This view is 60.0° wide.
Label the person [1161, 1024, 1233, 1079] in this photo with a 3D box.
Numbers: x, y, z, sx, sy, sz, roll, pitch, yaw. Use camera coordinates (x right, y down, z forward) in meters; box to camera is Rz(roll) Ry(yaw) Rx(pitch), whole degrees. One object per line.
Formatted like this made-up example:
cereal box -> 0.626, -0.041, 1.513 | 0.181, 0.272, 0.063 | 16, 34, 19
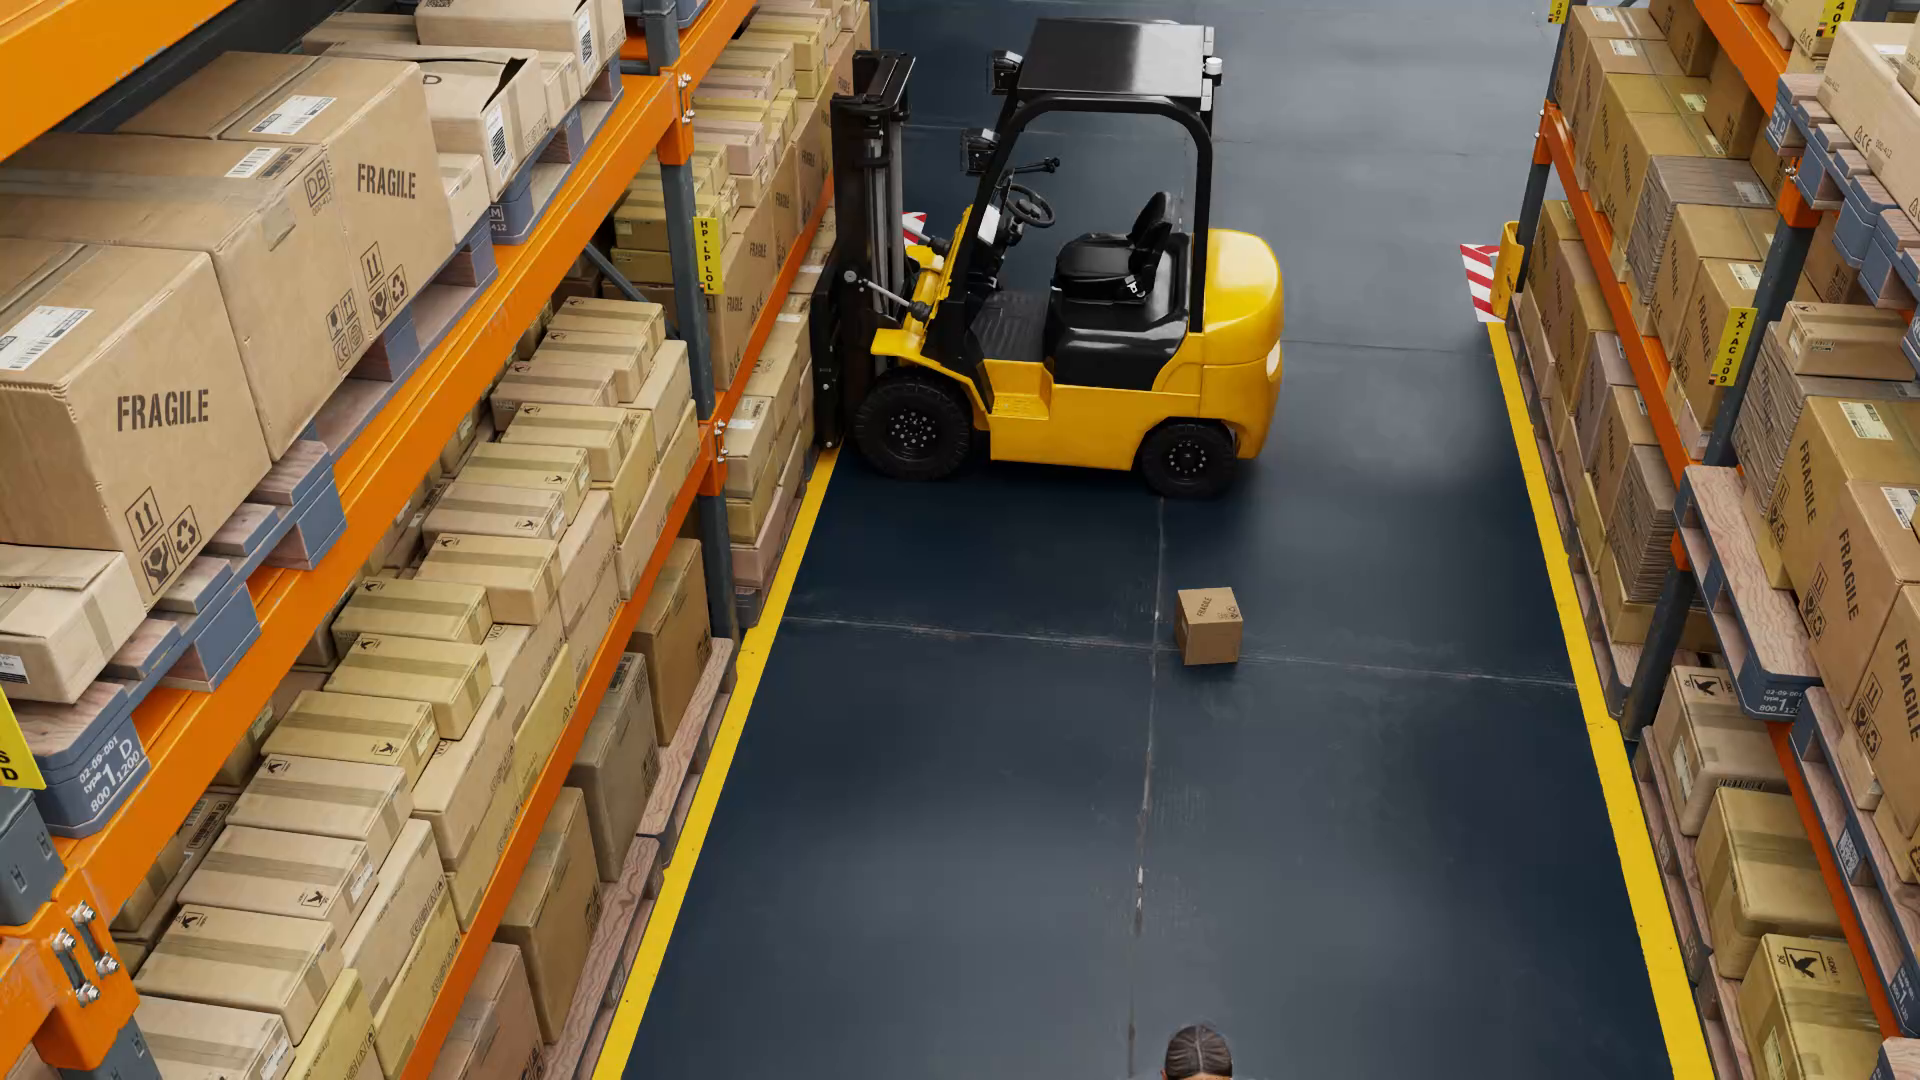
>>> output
person -> 0.593, 1.892, 4.440 | 0.477, 1.639, 0.465 | 2, 36, 3
